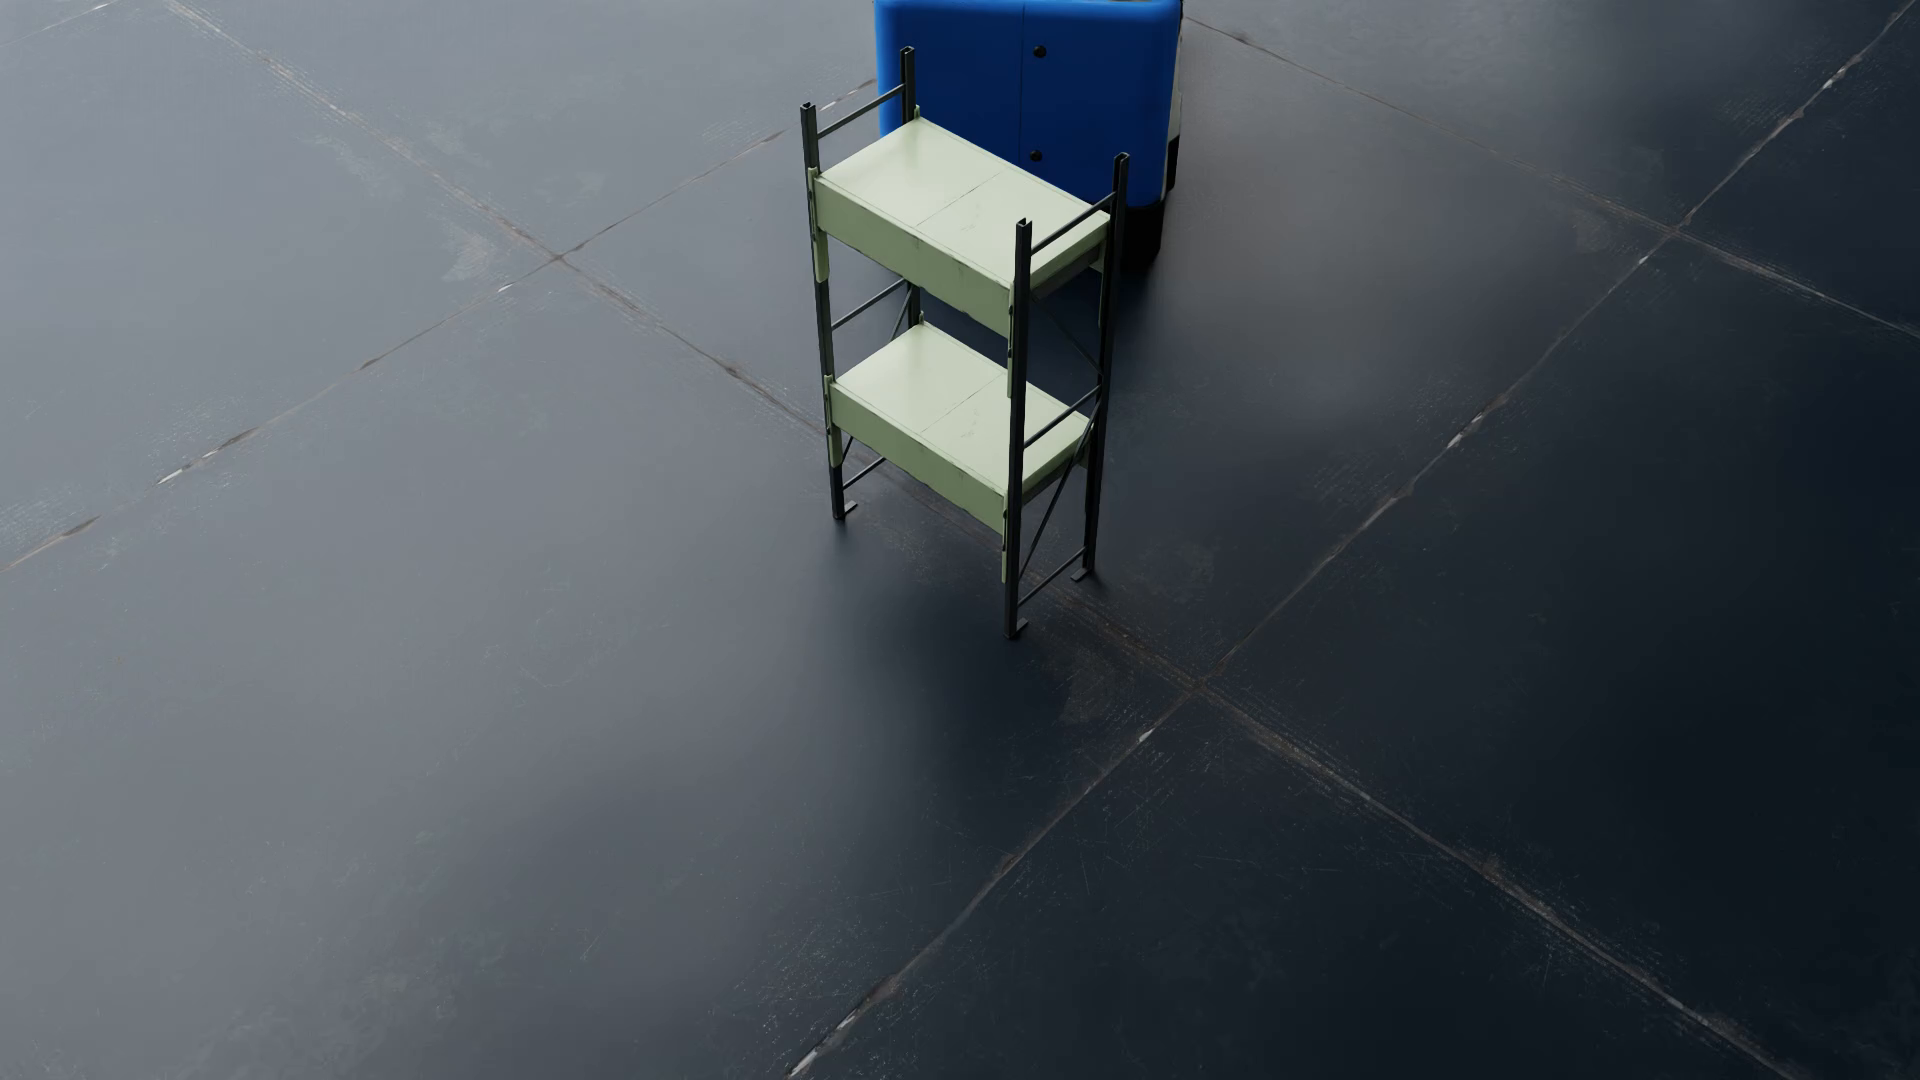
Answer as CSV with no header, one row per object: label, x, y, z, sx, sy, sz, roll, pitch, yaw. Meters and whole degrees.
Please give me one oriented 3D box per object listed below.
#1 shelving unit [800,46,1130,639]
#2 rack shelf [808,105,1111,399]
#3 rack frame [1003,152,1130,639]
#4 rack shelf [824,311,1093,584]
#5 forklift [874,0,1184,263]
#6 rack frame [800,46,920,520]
shelving unit,0.005,-0.510,4.700,0.755,1.500,0.431,34,55,28
rack shelf,0.005,-0.777,4.416,0.720,0.370,0.431,34,55,28
rack frame,0.274,-0.329,4.530,0.023,1.500,0.400,34,55,28
rack shelf,0.005,-0.287,4.938,0.720,0.370,0.431,34,55,28
forklift,0.390,-3.102,6.152,1.130,2.935,3.031,5,47,5
rack frame,-0.264,-0.691,4.870,0.023,1.500,0.400,34,55,28
